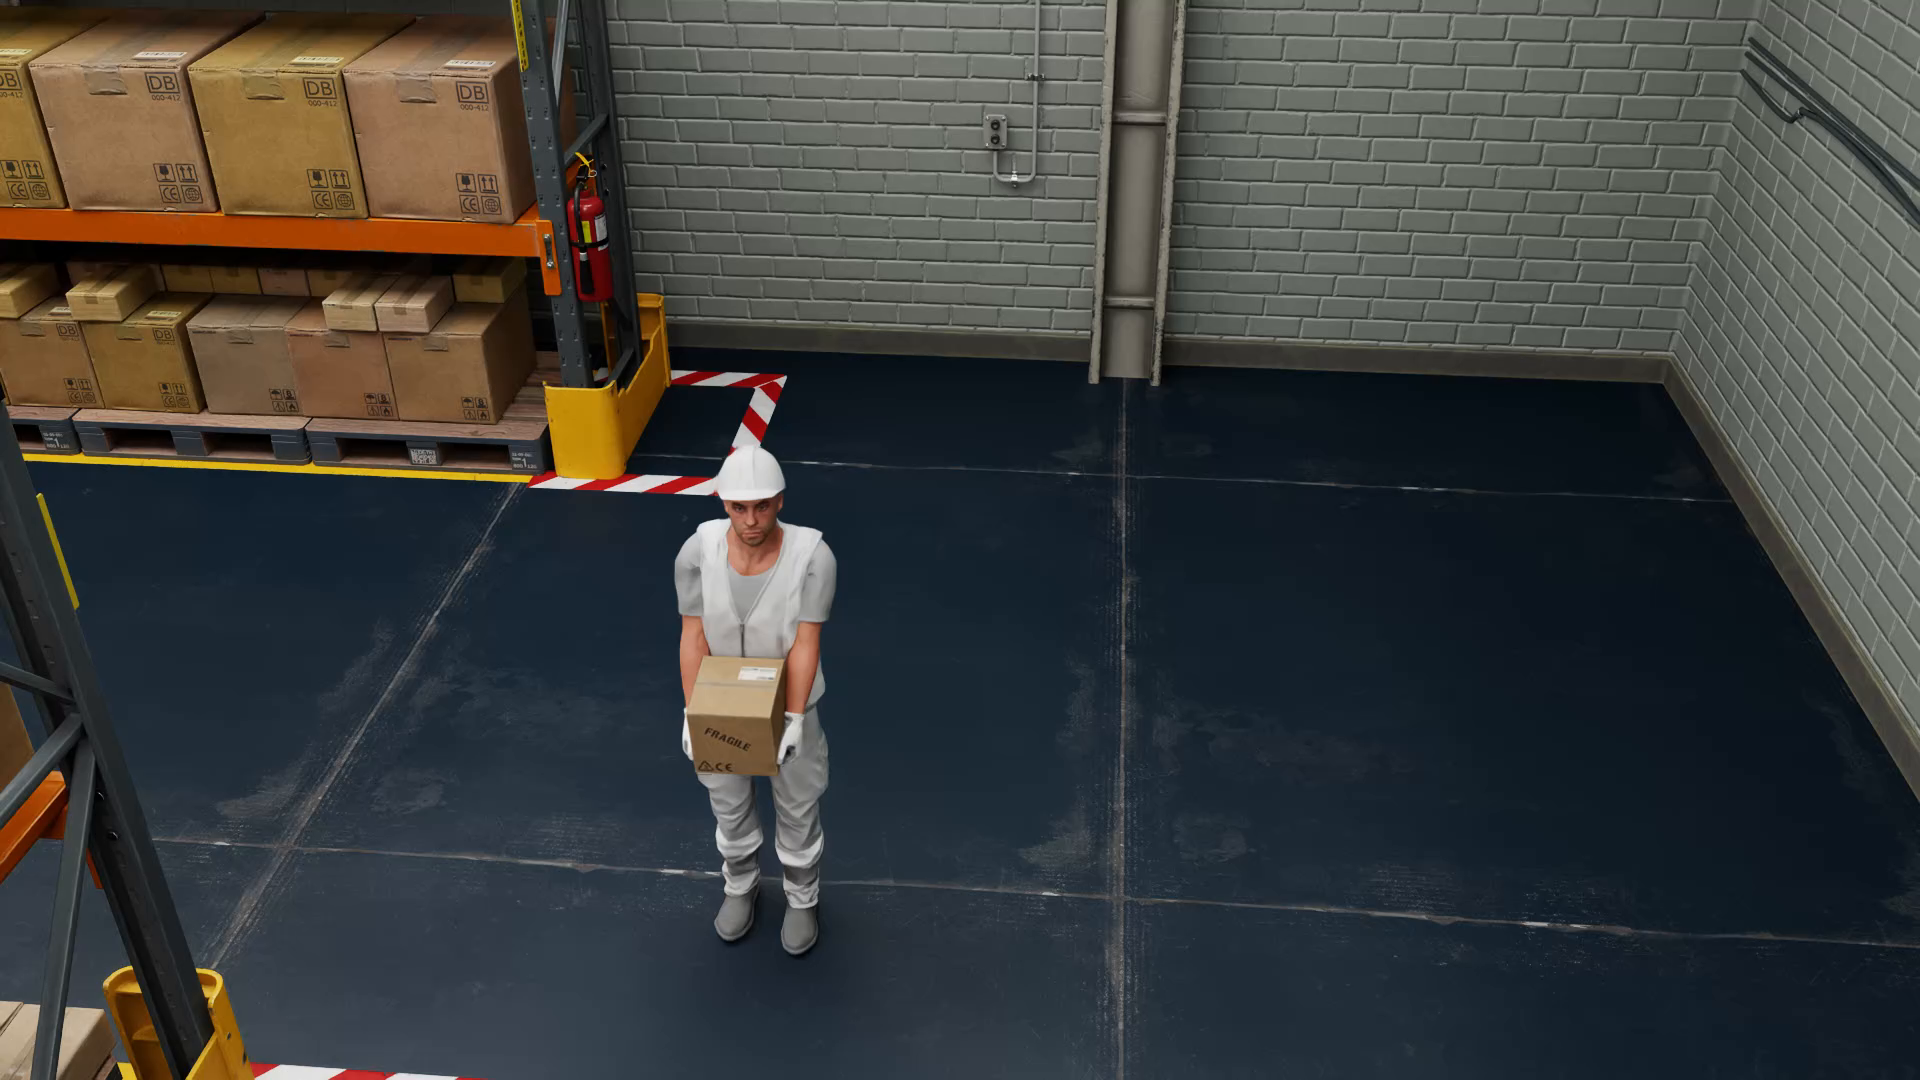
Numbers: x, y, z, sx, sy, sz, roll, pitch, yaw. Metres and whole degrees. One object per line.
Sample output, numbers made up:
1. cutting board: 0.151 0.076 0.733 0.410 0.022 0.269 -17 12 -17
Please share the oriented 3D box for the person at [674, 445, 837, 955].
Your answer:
1. person: -0.630 0.565 5.197 0.495 1.786 0.559 2 32 4
